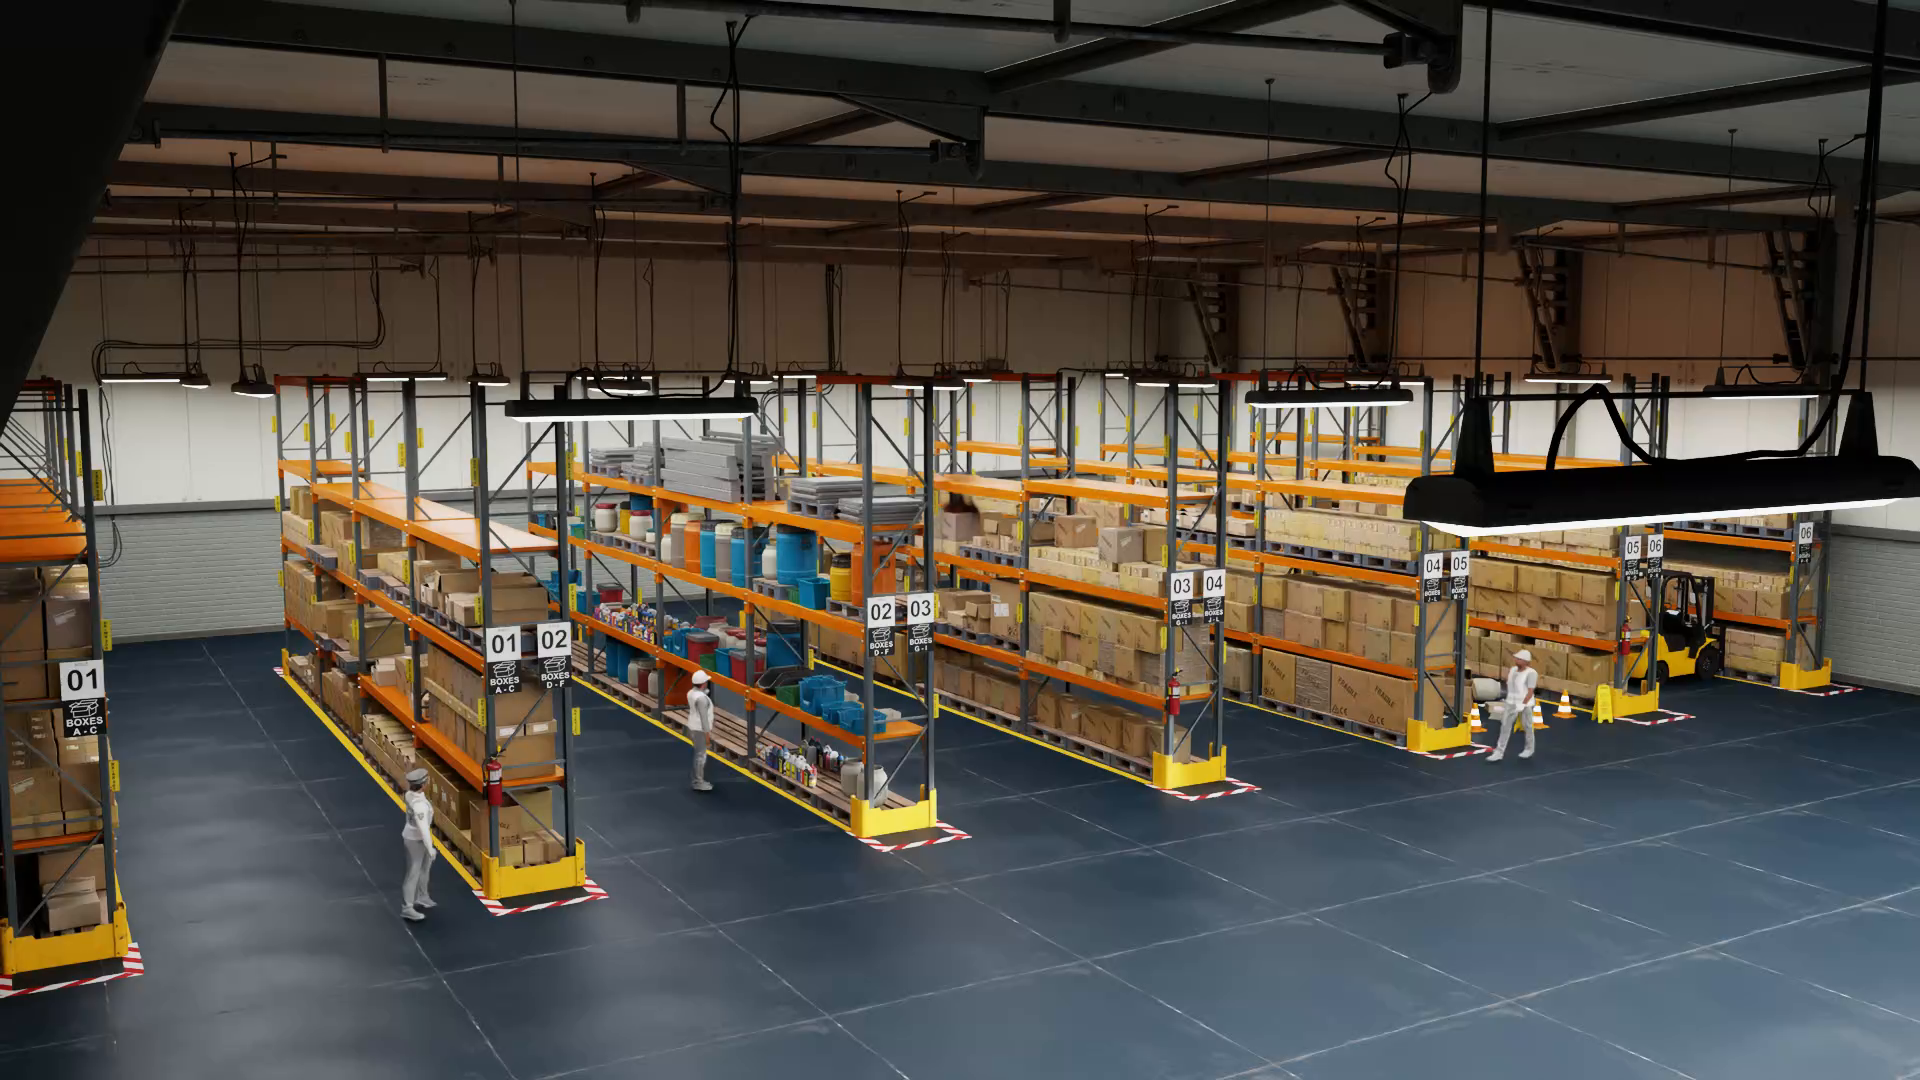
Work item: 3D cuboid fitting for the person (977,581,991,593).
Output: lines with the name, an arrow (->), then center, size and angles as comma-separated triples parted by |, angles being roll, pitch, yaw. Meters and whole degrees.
person -> 0.633, 0.672, 43.695 | 0.583, 1.772, 0.423 | -4, 7, -32

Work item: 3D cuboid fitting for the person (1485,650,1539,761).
person -> 8.726, 2.588, 26.061 | 0.916, 1.743, 0.558 | -6, 9, -44

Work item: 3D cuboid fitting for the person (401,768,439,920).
person -> -6.171, 3.451, 18.934 | 0.421, 1.731, 0.612 | -2, 7, -18

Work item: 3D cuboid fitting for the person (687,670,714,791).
person -> -3.805, 2.782, 24.397 | 0.366, 1.777, 0.569 | -2, 6, -15
